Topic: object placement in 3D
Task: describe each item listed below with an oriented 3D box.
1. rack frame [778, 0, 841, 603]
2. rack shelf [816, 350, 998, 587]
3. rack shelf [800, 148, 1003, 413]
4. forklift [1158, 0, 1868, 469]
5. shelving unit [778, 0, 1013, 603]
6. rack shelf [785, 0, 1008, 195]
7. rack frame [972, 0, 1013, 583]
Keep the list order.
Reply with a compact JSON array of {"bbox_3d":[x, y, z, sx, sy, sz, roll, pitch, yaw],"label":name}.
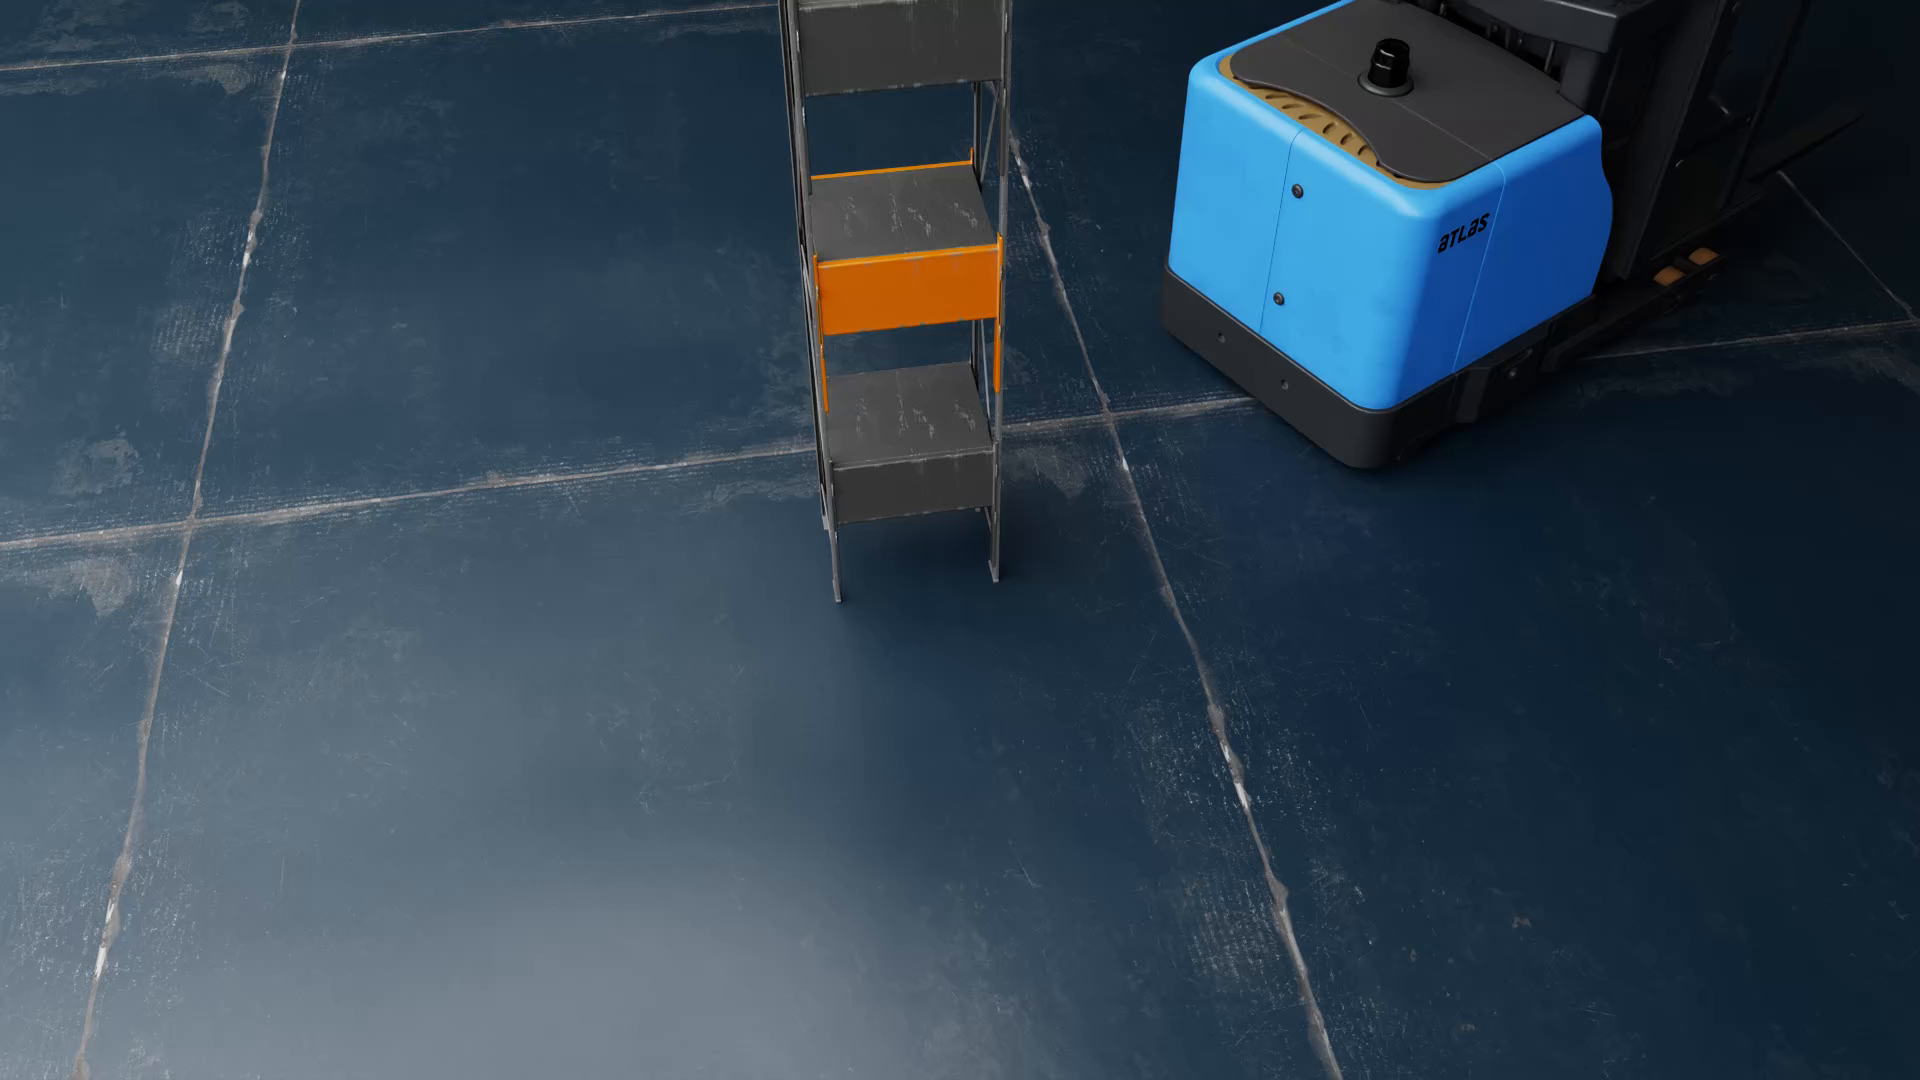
[{"bbox_3d":[-0.404,-0.678,4.445,0.015,2.100,0.400,-7,46,-7],"label":"rack frame"},{"bbox_3d":[-0.163,-0.213,4.988,0.480,0.518,0.431,-7,46,-7],"label":"rack shelf"},{"bbox_3d":[-0.163,-0.699,4.484,0.480,0.518,0.431,-7,46,-7],"label":"rack shelf"},{"bbox_3d":[2.190,-2.120,5.257,3.031,2.935,1.130,-28,52,-24],"label":"forklift"},{"bbox_3d":[-0.163,-0.708,4.474,0.503,2.100,0.431,-7,46,-7],"label":"shelving unit"},{"bbox_3d":[-0.163,-1.184,3.980,0.480,0.518,0.431,-7,46,-7],"label":"rack shelf"},{"bbox_3d":[0.077,-0.738,4.503,0.015,2.100,0.400,-7,46,-7],"label":"rack frame"}]
